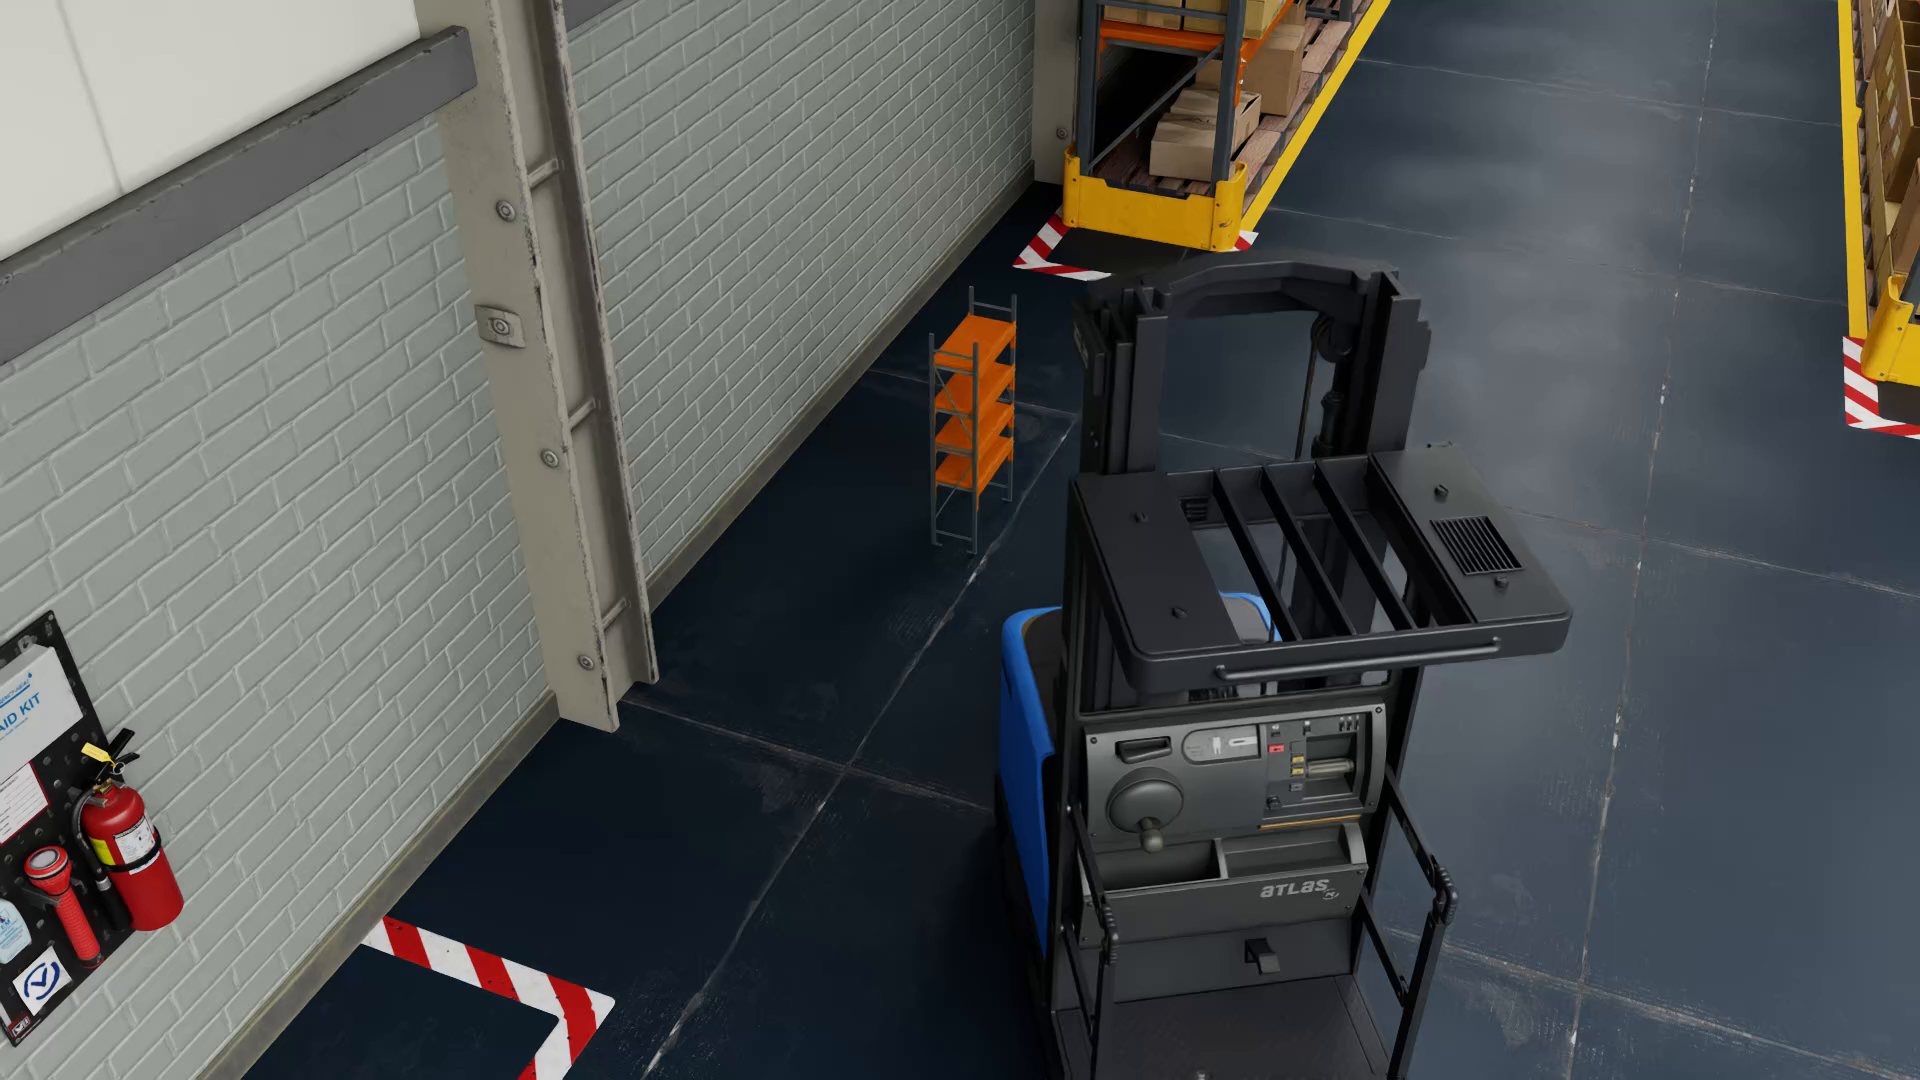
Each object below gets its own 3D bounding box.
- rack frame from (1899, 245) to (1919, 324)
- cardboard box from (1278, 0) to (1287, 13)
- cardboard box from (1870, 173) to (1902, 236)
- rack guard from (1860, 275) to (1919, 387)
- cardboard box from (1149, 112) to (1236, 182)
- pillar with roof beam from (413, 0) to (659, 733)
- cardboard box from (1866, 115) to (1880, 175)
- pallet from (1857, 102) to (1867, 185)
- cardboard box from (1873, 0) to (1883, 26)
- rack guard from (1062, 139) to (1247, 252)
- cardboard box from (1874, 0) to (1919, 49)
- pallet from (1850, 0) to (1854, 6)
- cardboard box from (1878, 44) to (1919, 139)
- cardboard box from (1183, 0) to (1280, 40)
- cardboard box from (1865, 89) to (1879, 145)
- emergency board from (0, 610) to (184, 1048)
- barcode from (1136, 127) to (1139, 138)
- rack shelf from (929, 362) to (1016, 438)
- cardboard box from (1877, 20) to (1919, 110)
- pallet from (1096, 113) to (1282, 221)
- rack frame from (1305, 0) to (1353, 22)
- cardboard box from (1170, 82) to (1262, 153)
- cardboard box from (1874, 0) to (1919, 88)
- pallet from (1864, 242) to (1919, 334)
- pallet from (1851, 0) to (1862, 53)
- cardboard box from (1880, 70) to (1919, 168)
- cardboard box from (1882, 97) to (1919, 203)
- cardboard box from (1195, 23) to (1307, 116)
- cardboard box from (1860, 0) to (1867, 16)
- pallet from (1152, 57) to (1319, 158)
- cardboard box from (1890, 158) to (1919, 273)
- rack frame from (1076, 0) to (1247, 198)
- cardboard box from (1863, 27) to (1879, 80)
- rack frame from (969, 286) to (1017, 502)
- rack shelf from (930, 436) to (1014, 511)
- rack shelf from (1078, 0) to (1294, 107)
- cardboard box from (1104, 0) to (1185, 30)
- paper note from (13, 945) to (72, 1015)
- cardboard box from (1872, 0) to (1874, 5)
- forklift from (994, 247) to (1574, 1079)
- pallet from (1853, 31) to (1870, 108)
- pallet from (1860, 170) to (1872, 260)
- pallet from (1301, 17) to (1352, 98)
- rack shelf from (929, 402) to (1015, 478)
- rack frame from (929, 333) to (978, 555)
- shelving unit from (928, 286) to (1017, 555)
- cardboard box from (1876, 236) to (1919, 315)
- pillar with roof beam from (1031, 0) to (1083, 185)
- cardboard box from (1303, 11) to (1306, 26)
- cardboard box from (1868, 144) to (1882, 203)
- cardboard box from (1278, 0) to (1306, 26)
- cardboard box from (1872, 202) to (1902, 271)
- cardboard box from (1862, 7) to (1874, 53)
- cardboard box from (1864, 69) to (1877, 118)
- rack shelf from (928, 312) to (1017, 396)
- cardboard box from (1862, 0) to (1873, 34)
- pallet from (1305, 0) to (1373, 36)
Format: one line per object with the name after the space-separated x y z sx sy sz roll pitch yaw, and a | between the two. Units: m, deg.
5.825 -2.118 8.680 1.000 3.000 0.127 14 39 18 | rack frame
1.906 -3.681 10.880 0.500 0.250 0.500 13 39 16 | cardboard box
6.124 -2.106 10.610 0.500 0.250 0.500 14 39 18 | cardboard box
5.816 -1.104 9.411 1.175 0.500 0.348 14 39 18 | rack guard
1.589 -2.706 11.345 0.500 0.311 0.500 10 38 13 | cardboard box
2.407 -1.930 3.417 9.100 9.000 0.400 14 39 18 | pillar with roof beam
6.500 -2.661 11.352 0.500 0.250 0.500 14 39 18 | cardboard box
7.006 -2.785 11.901 1.003 0.211 1.213 14 39 18 | pallet
7.428 -4.203 12.947 0.500 0.311 0.500 15 39 19 | cardboard box
1.272 -2.285 10.992 1.175 0.500 0.348 14 39 18 | rack guard
7.236 -3.914 12.560 0.500 0.311 0.500 14 39 18 | cardboard box
8.520 -4.984 14.843 1.003 0.211 1.213 14 39 18 | pallet
6.501 -2.961 11.127 0.500 0.500 0.500 14 39 18 | cardboard box
1.722 -3.390 10.491 0.500 0.250 0.500 13 39 16 | cardboard box
6.695 -2.936 11.721 0.500 0.250 0.500 14 39 18 | cardboard box
-2.549 0.852 4.706 0.194 1.169 0.643 14 39 18 | emergency board
1.226 -2.811 11.478 0.001 0.075 0.075 14 39 18 | barcode
0.063 -0.698 8.021 0.258 0.148 0.480 14 39 18 | rack shelf
6.698 -3.236 11.495 0.500 0.500 0.500 14 39 18 | cardboard box
1.613 -2.612 11.669 1.003 0.211 1.213 14 39 18 | pallet
2.765 -5.459 13.150 1.000 3.000 0.127 14 39 18 | rack frame
1.806 -3.022 11.768 0.500 0.311 0.500 17 40 21 | cardboard box
6.881 -3.515 11.868 0.500 0.500 0.500 14 39 18 | cardboard box
6.077 -1.434 10.094 1.003 0.211 1.213 14 39 18 | pallet
8.054 -4.311 13.942 1.003 0.211 1.213 14 39 18 | pallet
6.312 -2.684 10.756 0.500 0.500 0.500 14 39 18 | cardboard box
6.121 -2.407 10.386 0.500 0.500 0.500 14 39 18 | cardboard box
2.131 -3.493 12.239 0.700 0.500 0.500 11 38 15 | cardboard box
7.820 -4.540 13.866 0.500 0.250 0.500 15 39 19 | cardboard box
2.079 -3.285 12.570 1.003 0.211 1.213 14 39 18 | pallet
5.754 -1.850 9.641 0.500 0.500 0.500 14 39 18 | cardboard box
1.243 -3.245 10.187 1.000 3.000 0.127 14 39 18 | rack frame
7.237 -3.695 12.736 0.500 0.250 0.500 13 39 17 | cardboard box
0.156 -0.707 8.296 0.240 1.200 0.015 14 39 18 | rack frame
0.063 -0.359 8.274 0.258 0.148 0.480 14 39 18 | rack shelf
2.004 -4.064 11.884 1.077 0.370 4.000 14 39 18 | rack shelf
1.241 -3.496 10.631 0.500 0.250 0.500 14 39 18 | cardboard box
-2.681 1.287 4.859 0.016 0.148 0.142 14 39 18 | paper note
7.620 -4.479 13.316 0.500 0.311 0.500 14 39 18 | cardboard box
0.870 0.779 4.861 1.130 2.935 3.031 -5 37 -7 | forklift
7.591 -3.633 13.035 1.003 0.211 1.213 14 39 18 | pallet
6.543 -2.107 10.995 1.003 0.211 1.213 14 39 18 | pallet
2.542 -3.962 13.476 1.003 0.211 1.213 14 39 18 | pallet
0.063 -0.518 8.155 0.258 0.148 0.480 14 39 18 | rack shelf
-0.030 -0.437 7.934 0.240 1.200 0.015 14 39 18 | rack frame
0.063 -0.572 8.115 0.258 1.200 0.503 14 39 18 | shelving unit
5.756 -1.549 9.865 0.500 0.250 0.500 14 39 18 | cardboard box
4.690 -5.251 7.861 9.100 9.000 0.400 14 39 18 | pillar with roof beam
2.589 -4.198 13.461 0.380 0.166 0.250 9 38 12 | cardboard box
6.316 -2.383 10.980 0.500 0.250 0.500 14 39 18 | cardboard box
2.407 -4.050 12.986 0.500 0.500 0.500 11 38 14 | cardboard box
5.935 -1.829 10.239 0.500 0.250 0.500 14 39 18 | cardboard box
7.431 -3.975 13.110 0.500 0.250 0.500 13 39 17 | cardboard box
6.890 -3.212 12.089 0.500 0.250 0.500 14 39 18 | cardboard box
0.063 -0.887 7.880 0.258 0.148 0.480 14 39 18 | rack shelf
7.625 -4.258 13.489 0.500 0.250 0.500 15 39 19 | cardboard box
3.060 -4.774 14.562 1.003 0.211 1.213 14 39 18 | pallet
